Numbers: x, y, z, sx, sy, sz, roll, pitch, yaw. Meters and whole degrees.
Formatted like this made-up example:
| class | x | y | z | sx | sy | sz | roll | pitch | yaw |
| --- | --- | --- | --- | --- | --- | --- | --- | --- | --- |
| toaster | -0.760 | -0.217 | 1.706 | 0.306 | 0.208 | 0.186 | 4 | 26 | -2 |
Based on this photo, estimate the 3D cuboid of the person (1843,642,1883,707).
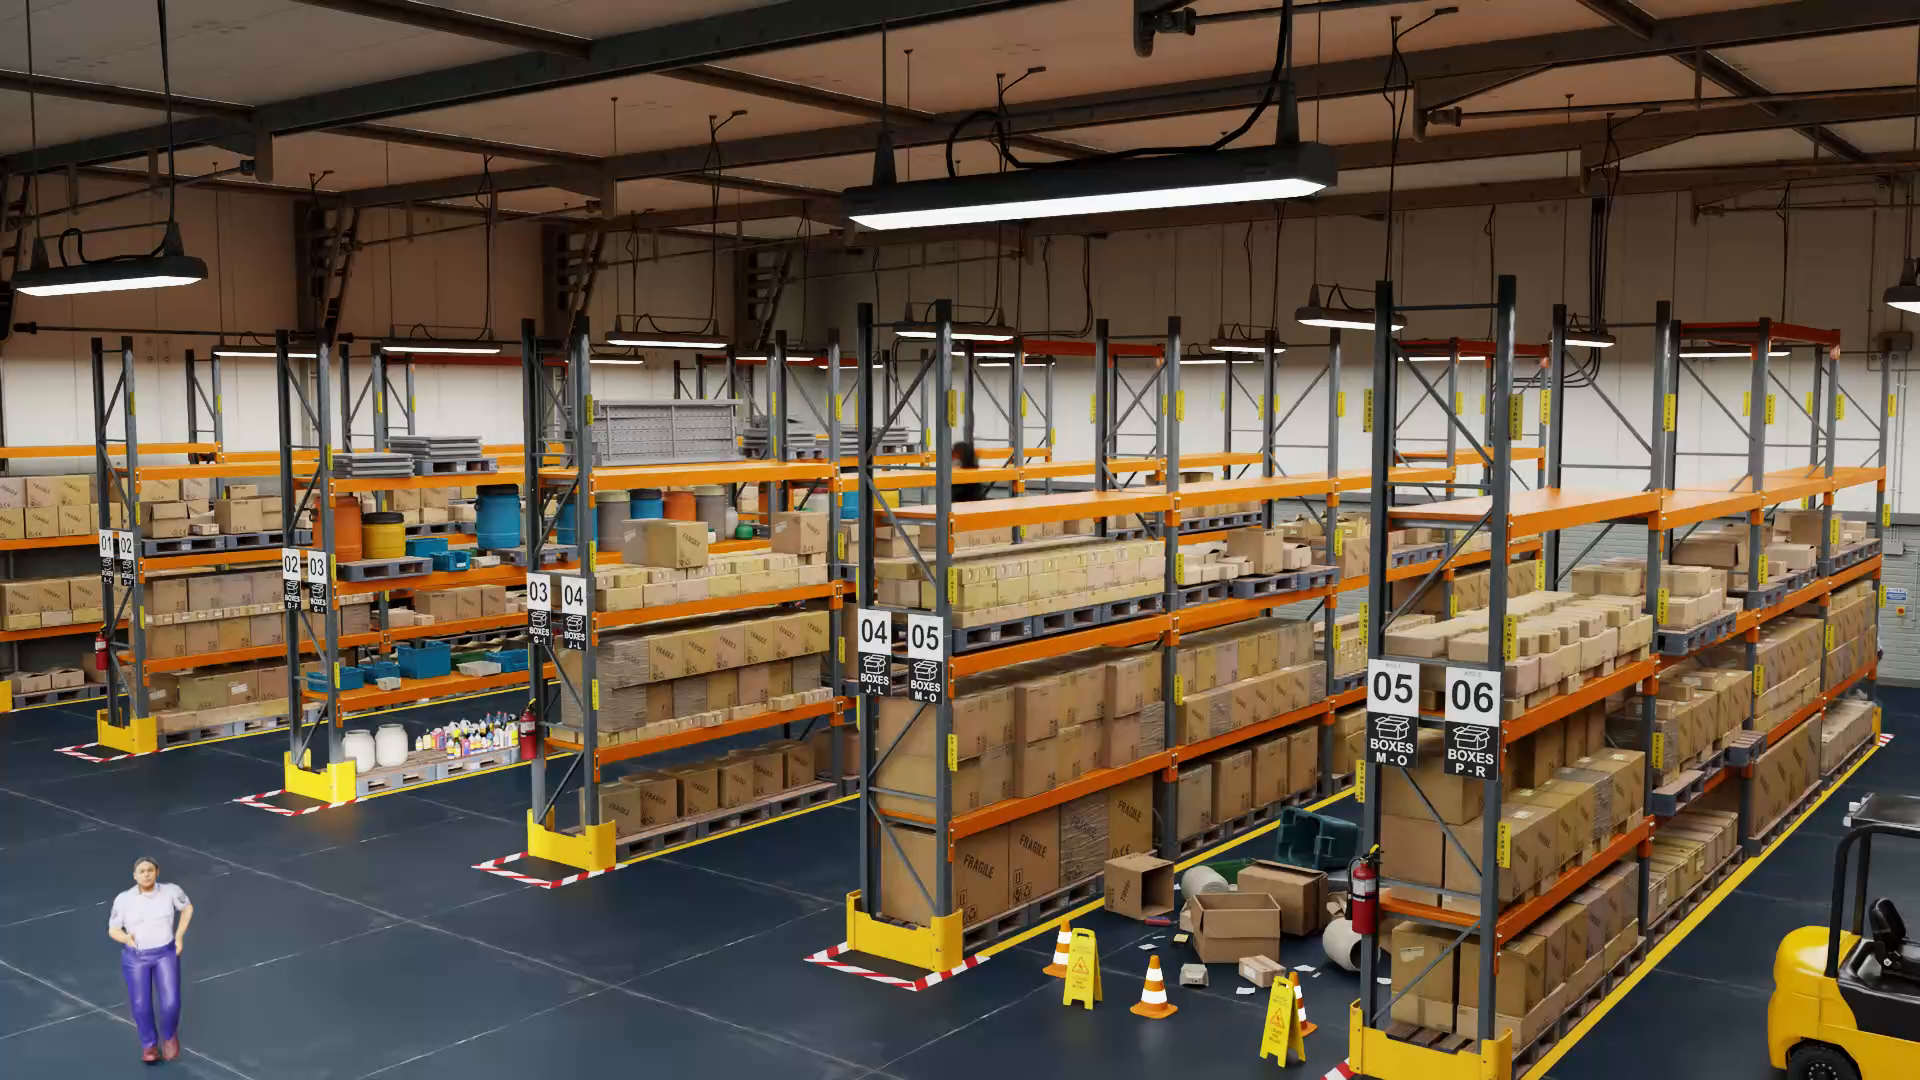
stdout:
| class | x | y | z | sx | sy | sz | roll | pitch | yaw |
| --- | --- | --- | --- | --- | --- | --- | --- | --- | --- |
| person | 14.034 | 2.053 | 26.091 | 0.747 | 1.696 | 0.529 | -3 | 6 | -27 |

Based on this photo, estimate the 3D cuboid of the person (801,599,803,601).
| class | x | y | z | sx | sy | sz | roll | pitch | yaw |
| --- | --- | --- | --- | --- | --- | --- | --- | --- | --- |
| person | -2.980 | 1.479 | 33.227 | 0.615 | 1.606 | 0.836 | 3 | 6 | 32 |

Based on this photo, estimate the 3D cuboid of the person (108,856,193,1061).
| class | x | y | z | sx | sy | sz | roll | pitch | yaw |
| --- | --- | --- | --- | --- | --- | --- | --- | --- | --- |
| person | -6.205 | 3.247 | 12.779 | 0.589 | 1.627 | 0.590 | -2 | 6 | -25 |
